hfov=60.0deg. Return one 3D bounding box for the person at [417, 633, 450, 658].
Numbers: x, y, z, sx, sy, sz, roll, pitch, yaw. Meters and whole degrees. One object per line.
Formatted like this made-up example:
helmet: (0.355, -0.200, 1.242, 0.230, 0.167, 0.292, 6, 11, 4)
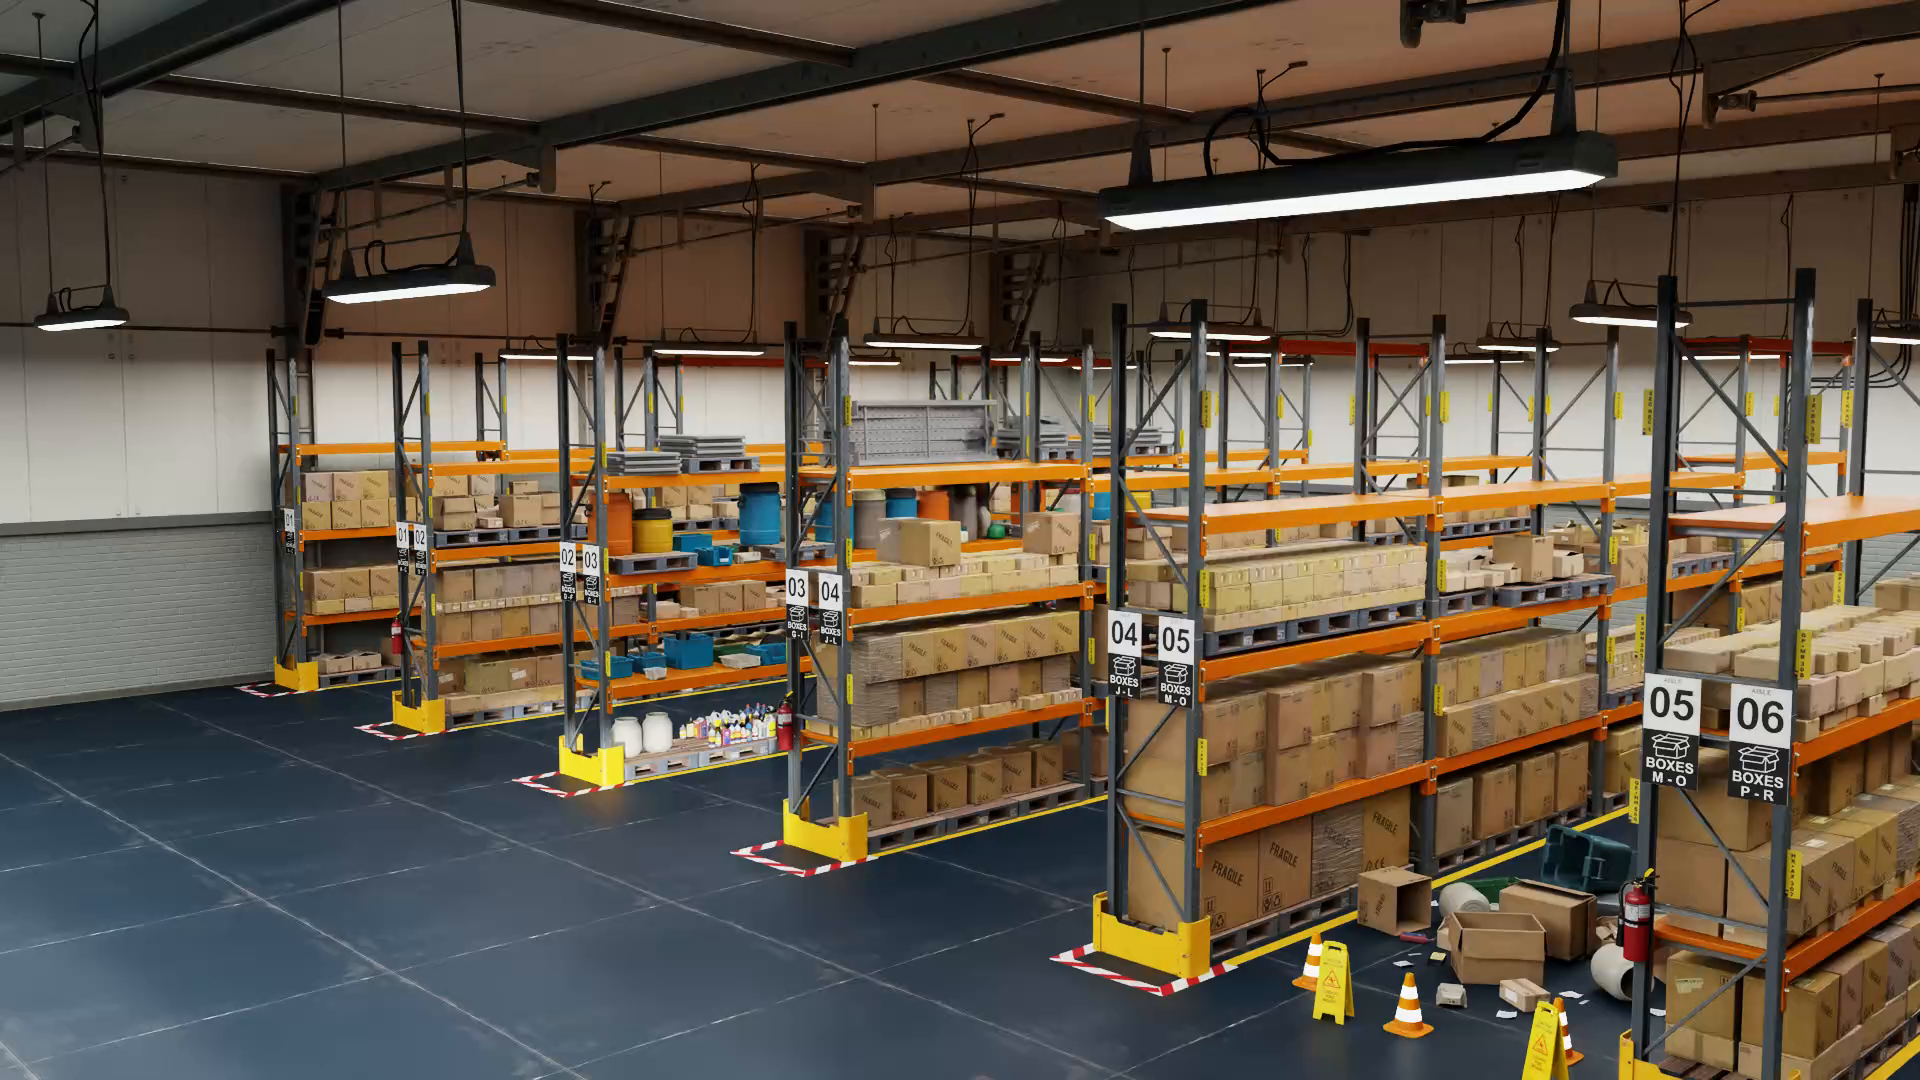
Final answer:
person: (-8.735, 1.881, 27.971, 0.680, 1.824, 0.759, 4, 6, 39)
